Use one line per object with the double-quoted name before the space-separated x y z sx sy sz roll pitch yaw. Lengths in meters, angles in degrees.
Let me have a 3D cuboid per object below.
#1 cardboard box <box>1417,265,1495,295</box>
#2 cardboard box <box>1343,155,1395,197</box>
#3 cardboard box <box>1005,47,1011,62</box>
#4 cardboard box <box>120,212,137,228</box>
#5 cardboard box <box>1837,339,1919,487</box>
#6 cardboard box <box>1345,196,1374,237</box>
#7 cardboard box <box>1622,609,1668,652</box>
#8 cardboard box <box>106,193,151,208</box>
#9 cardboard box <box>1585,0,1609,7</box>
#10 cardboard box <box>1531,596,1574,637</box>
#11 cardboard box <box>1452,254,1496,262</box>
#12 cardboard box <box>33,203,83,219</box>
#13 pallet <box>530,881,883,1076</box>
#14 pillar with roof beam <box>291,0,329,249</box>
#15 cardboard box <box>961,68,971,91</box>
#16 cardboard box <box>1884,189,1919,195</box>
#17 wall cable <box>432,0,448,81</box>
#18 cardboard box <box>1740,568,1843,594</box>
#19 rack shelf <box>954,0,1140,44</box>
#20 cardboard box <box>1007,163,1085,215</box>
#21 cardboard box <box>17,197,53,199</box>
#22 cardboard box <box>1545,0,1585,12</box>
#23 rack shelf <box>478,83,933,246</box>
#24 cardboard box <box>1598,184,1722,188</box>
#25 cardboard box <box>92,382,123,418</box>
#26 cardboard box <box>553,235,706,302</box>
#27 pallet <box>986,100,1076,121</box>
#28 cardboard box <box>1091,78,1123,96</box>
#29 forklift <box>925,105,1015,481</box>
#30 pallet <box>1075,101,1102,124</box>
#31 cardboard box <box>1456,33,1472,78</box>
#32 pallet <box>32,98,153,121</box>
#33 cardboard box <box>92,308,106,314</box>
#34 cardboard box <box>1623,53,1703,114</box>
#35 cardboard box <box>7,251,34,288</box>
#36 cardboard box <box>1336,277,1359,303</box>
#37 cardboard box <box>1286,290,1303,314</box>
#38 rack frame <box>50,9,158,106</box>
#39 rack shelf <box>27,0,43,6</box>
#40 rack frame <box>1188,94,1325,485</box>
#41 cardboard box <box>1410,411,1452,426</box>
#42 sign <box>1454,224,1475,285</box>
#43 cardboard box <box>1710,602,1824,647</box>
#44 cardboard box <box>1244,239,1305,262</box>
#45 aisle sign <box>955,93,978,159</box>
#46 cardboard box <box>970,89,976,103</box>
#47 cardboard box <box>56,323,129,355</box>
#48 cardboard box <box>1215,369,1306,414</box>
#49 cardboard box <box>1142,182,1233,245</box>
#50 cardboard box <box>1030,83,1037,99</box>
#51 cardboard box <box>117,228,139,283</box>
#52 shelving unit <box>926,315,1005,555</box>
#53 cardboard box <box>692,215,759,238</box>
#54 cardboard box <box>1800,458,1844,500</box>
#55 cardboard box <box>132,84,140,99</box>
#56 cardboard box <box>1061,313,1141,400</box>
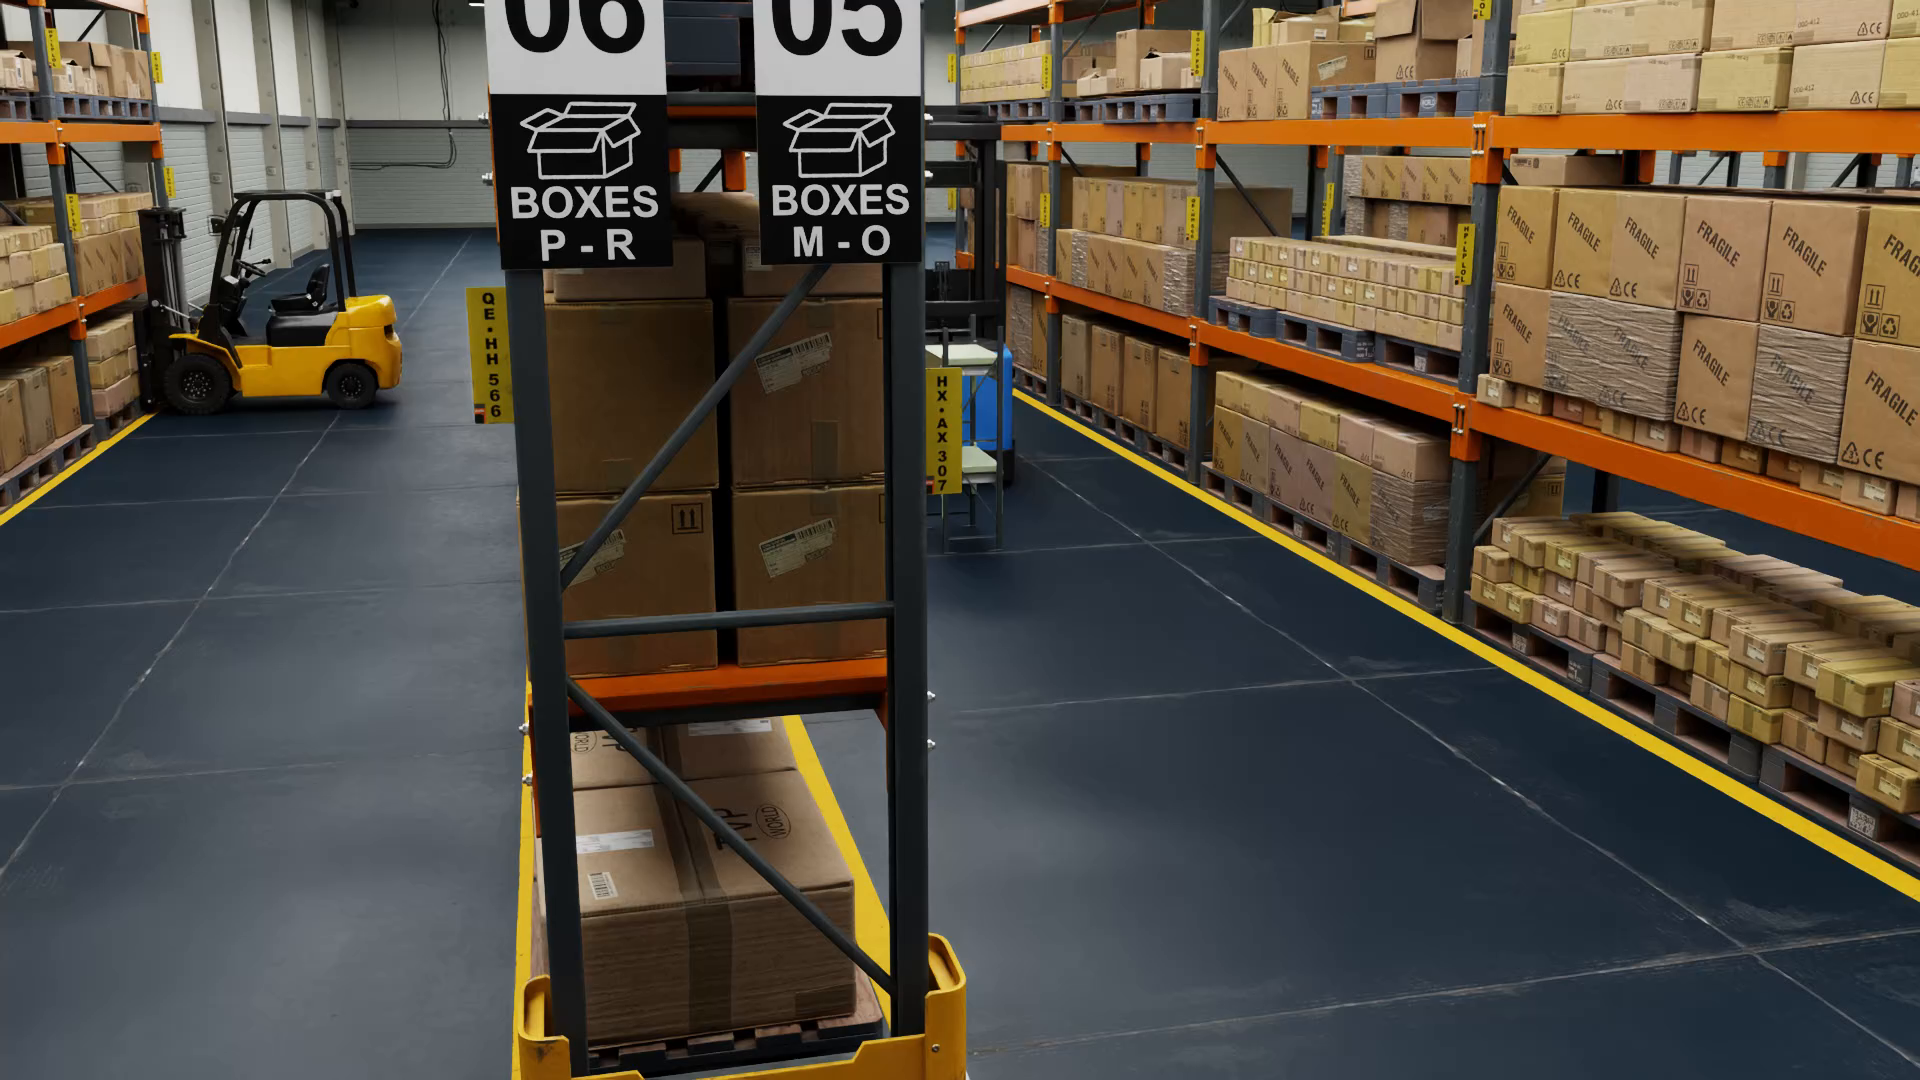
"cardboard box" 2.916 -1.526 9.742 0.380 0.149 0.250 -4 14 -15
"cardboard box" 5.155 -4.569 20.865 0.500 0.500 0.500 -3 14 -13
"cardboard box" 0.693 -5.189 17.781 0.380 0.149 0.250 -3 14 -14
"cardboard box" -8.488 -3.207 16.657 0.380 0.149 0.250 -3 14 -13
"cardboard box" 3.731 -0.490 6.274 0.500 0.500 0.500 -4 14 -14
"cardboard box" 5.393 -4.097 21.039 0.875 0.500 0.500 -3 14 -13
"cardboard box" 3.377 0.423 7.869 0.380 0.149 0.250 -3 14 -14
"cardboard box" -8.789 -3.585 17.575 0.380 0.149 0.250 -3 14 -13
"cardboard box" 3.242 -2.632 7.982 0.380 0.149 0.250 -3 14 -14
"cardboard box" 3.208 0.388 8.642 0.380 0.149 0.250 -3 14 -13
"cardboard box" 3.372 -1.738 10.614 0.380 0.149 0.250 -3 14 -14
"cardboard box" -8.231 -2.992 15.148 0.380 0.149 0.250 -4 14 -14
"pallet" -0.849 1.386 5.311 1.003 0.211 1.213 -3 14 -13
"pillar with roof beam" -11.331 -11.683 40.285 9.100 9.000 0.400 -3 14 -13
"cardboard box" 0.309 -5.435 19.627 0.500 0.250 0.500 -3 14 -13
"cardboard box" 7.476 -2.403 12.617 0.797 0.503 0.637 -3 14 -12
"wall cable" -13.702 -14.676 48.438 3.097 2.526 0.112 -3 14 -13
"cardboard box" 3.978 0.245 7.971 0.380 0.149 0.250 -4 14 -15
"rack shelf" 0.915 -5.688 18.108 1.077 0.370 4.000 -3 14 -13
"cardboard box" 0.964 -3.915 18.542 0.875 0.550 0.500 -3 14 -13
"cardboard box" -9.095 -3.316 16.474 0.380 0.149 0.250 -4 14 -15
"cardboard box" 3.128 -2.687 8.205 0.380 0.149 0.250 -4 14 -16
"rack shelf" -1.054 -1.358 5.861 1.077 0.370 4.000 -3 14 -13
"cardboard box" 3.637 -1.596 8.697 0.500 0.500 0.500 -4 14 -15
"cardboard box" -8.019 -1.278 15.247 0.500 0.250 0.500 -3 14 -13
"cardboard box" -0.864 -0.710 4.329 0.380 0.149 0.250 -3 14 -12
"pallet" 0.920 -4.741 18.378 1.003 0.211 1.213 -3 14 -13
"cardboard box" 1.387 -4.191 15.375 0.250 0.149 0.380 -3 14 -13
"forklift" -0.169 -2.172 14.141 1.130 2.935 3.031 -1 14 -3
"pallet" 1.648 -4.012 15.611 0.805 0.209 1.217 -4 14 -15
"cardboard box" 3.261 -2.844 9.729 0.500 0.311 0.500 -3 14 -14
"pallet" -9.026 -4.452 17.196 1.003 0.211 1.213 -3 14 -13
"cardboard box" -9.010 -2.204 16.930 0.500 0.250 0.500 -3 14 -14
"cardboard box" 3.346 -2.037 7.442 0.500 0.250 0.500 -3 14 -11
"cardboard box" -7.621 -2.114 13.023 0.500 0.250 0.500 -3 14 -12
"cardboard box" 2.665 -1.622 10.764 0.380 0.149 0.250 -3 14 -13
"cardboard box" 2.490 -1.654 11.520 0.380 0.149 0.250 -3 14 -11
"rack frame" -9.166 -6.117 17.503 1.000 3.000 0.127 -3 14 -13
"rack shelf" -7.757 -4.189 11.971 1.077 0.370 4.000 -3 14 -13
"rack frame" 2.324 -1.934 13.022 1.000 3.000 0.127 -3 14 -13
"cardboard box" 3.219 -0.673 10.663 0.500 0.250 0.500 -3 14 -12
"sign" 2.725 -1.542 8.978 0.100 0.325 0.005 -3 14 -13
"cardboard box" 3.574 0.393 7.368 0.380 0.149 0.250 -4 14 -15
"cardboard box" 2.310 -2.125 12.198 0.380 0.149 0.250 -4 14 -15
"aisle sign" 0.137 -5.042 20.266 0.394 0.787 0.004 -3 14 -13
"cardboard box" 0.333 -5.153 19.314 0.380 0.149 0.250 -3 14 -13
"cardboard box" -8.146 -1.881 15.610 0.500 0.250 0.500 -3 14 -13
"cardboard box" 2.251 -1.115 12.473 0.500 0.250 0.500 -4 14 -16
"cardboard box" 1.986 -2.807 14.279 0.700 0.500 0.500 -4 14 -14
"cardboard box" 0.929 -4.569 16.920 0.380 0.149 0.250 -3 14 -12
"cardboard box" -8.433 -2.798 16.351 0.500 0.500 0.500 -3 14 -13
"shelving unit" -0.002 -0.730 11.255 0.431 1.500 0.755 -3 14 -13
"cardboard box" -0.672 -0.976 5.417 0.380 0.149 0.250 -3 14 -13
"cardboard box" 3.640 -0.262 6.709 0.380 0.149 0.250 -4 14 -16
"cardboard box" -8.677 -4.616 17.114 0.380 0.149 0.250 -4 14 -15
"cardboard box" 1.618 -1.829 16.451 1.050 0.750 0.750 -3 14 -13
